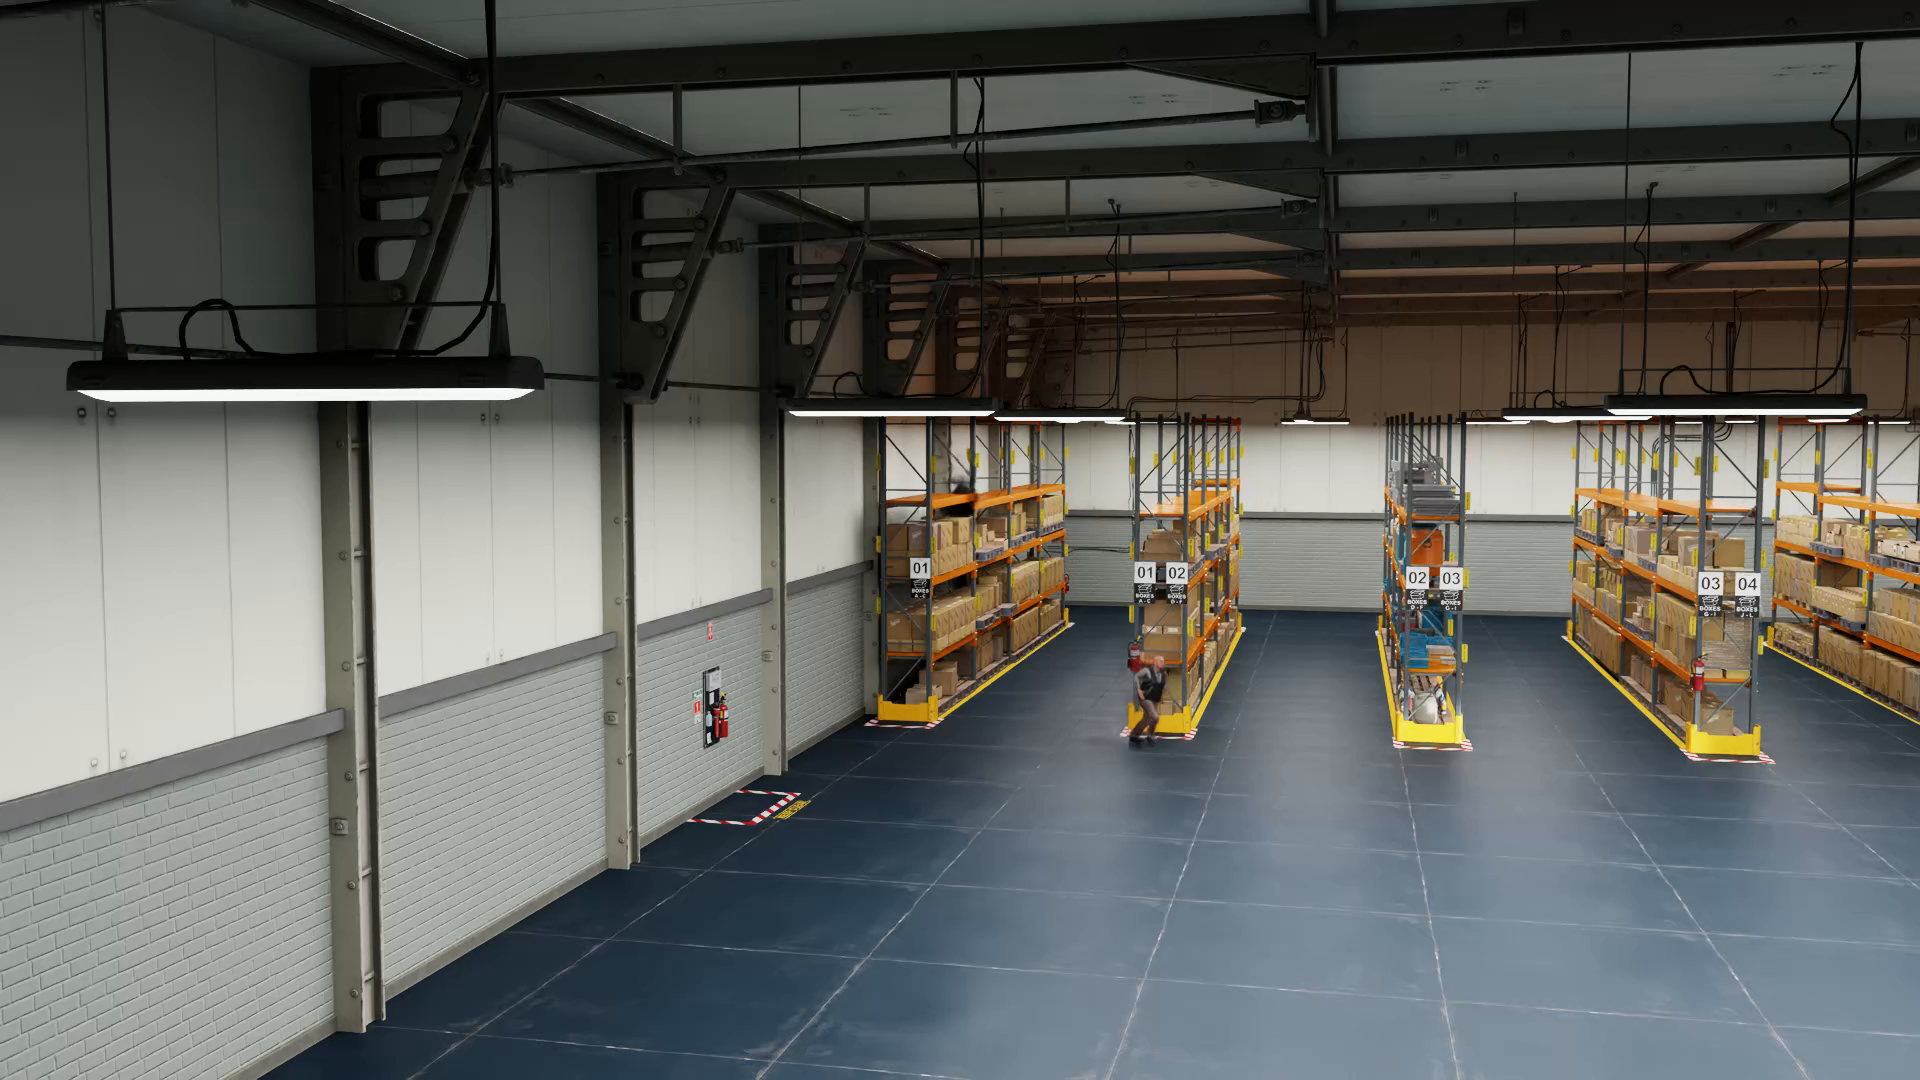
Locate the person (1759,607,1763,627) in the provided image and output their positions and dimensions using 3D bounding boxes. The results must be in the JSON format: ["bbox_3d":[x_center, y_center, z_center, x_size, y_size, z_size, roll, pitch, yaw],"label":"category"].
[{"bbox_3d":[19.398,2.093,41.004,0.736,1.719,0.605,1,4,17],"label":"person"}]

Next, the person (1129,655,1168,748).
[{"bbox_3d":[3.412,2.899,29.898,0.694,1.694,0.799,-3,5,-37],"label":"person"}]

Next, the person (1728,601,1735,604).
[{"bbox_3d":[19.889,1.976,42.952,0.605,1.742,0.754,1,4,12],"label":"person"}]
